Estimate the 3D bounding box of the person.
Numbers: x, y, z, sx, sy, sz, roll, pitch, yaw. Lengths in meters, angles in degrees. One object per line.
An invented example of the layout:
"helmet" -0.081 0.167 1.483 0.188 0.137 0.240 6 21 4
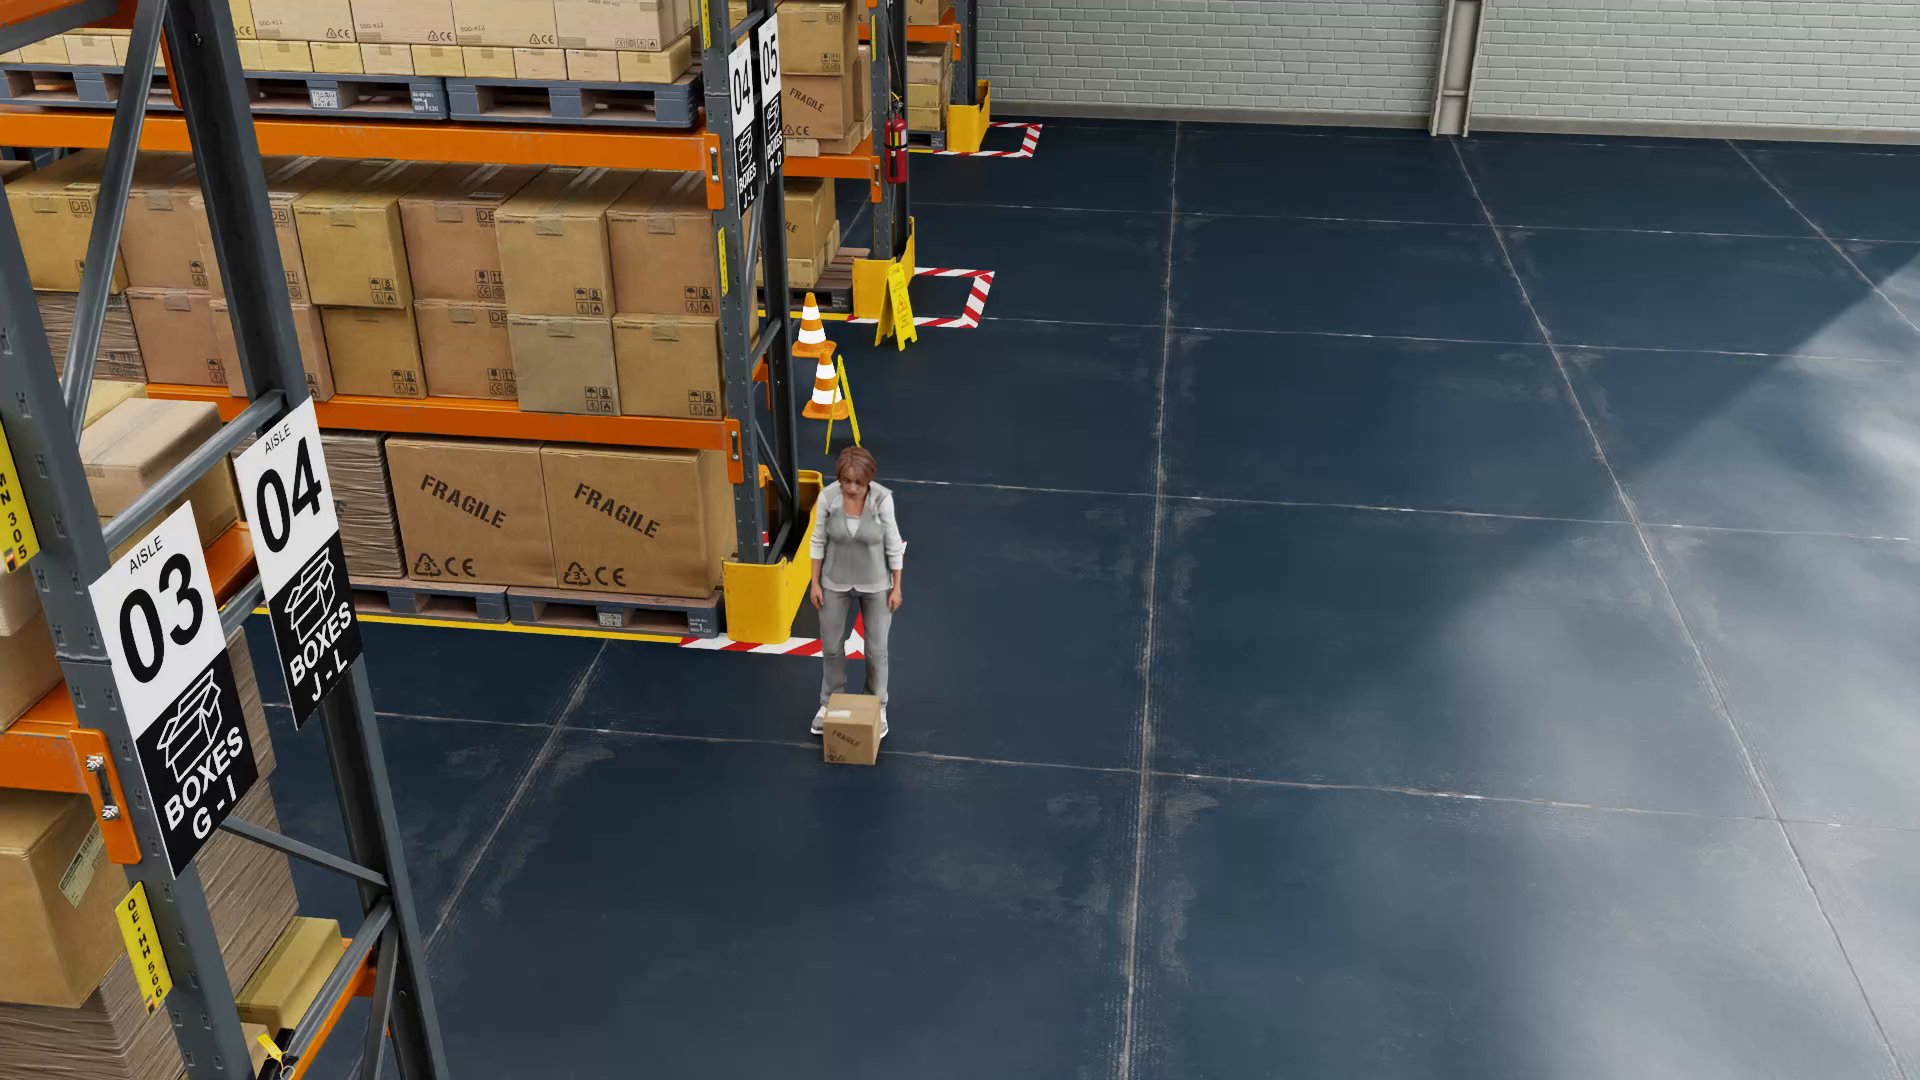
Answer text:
"person" -0.516 0.239 8.202 0.476 1.592 0.345 2 29 3
